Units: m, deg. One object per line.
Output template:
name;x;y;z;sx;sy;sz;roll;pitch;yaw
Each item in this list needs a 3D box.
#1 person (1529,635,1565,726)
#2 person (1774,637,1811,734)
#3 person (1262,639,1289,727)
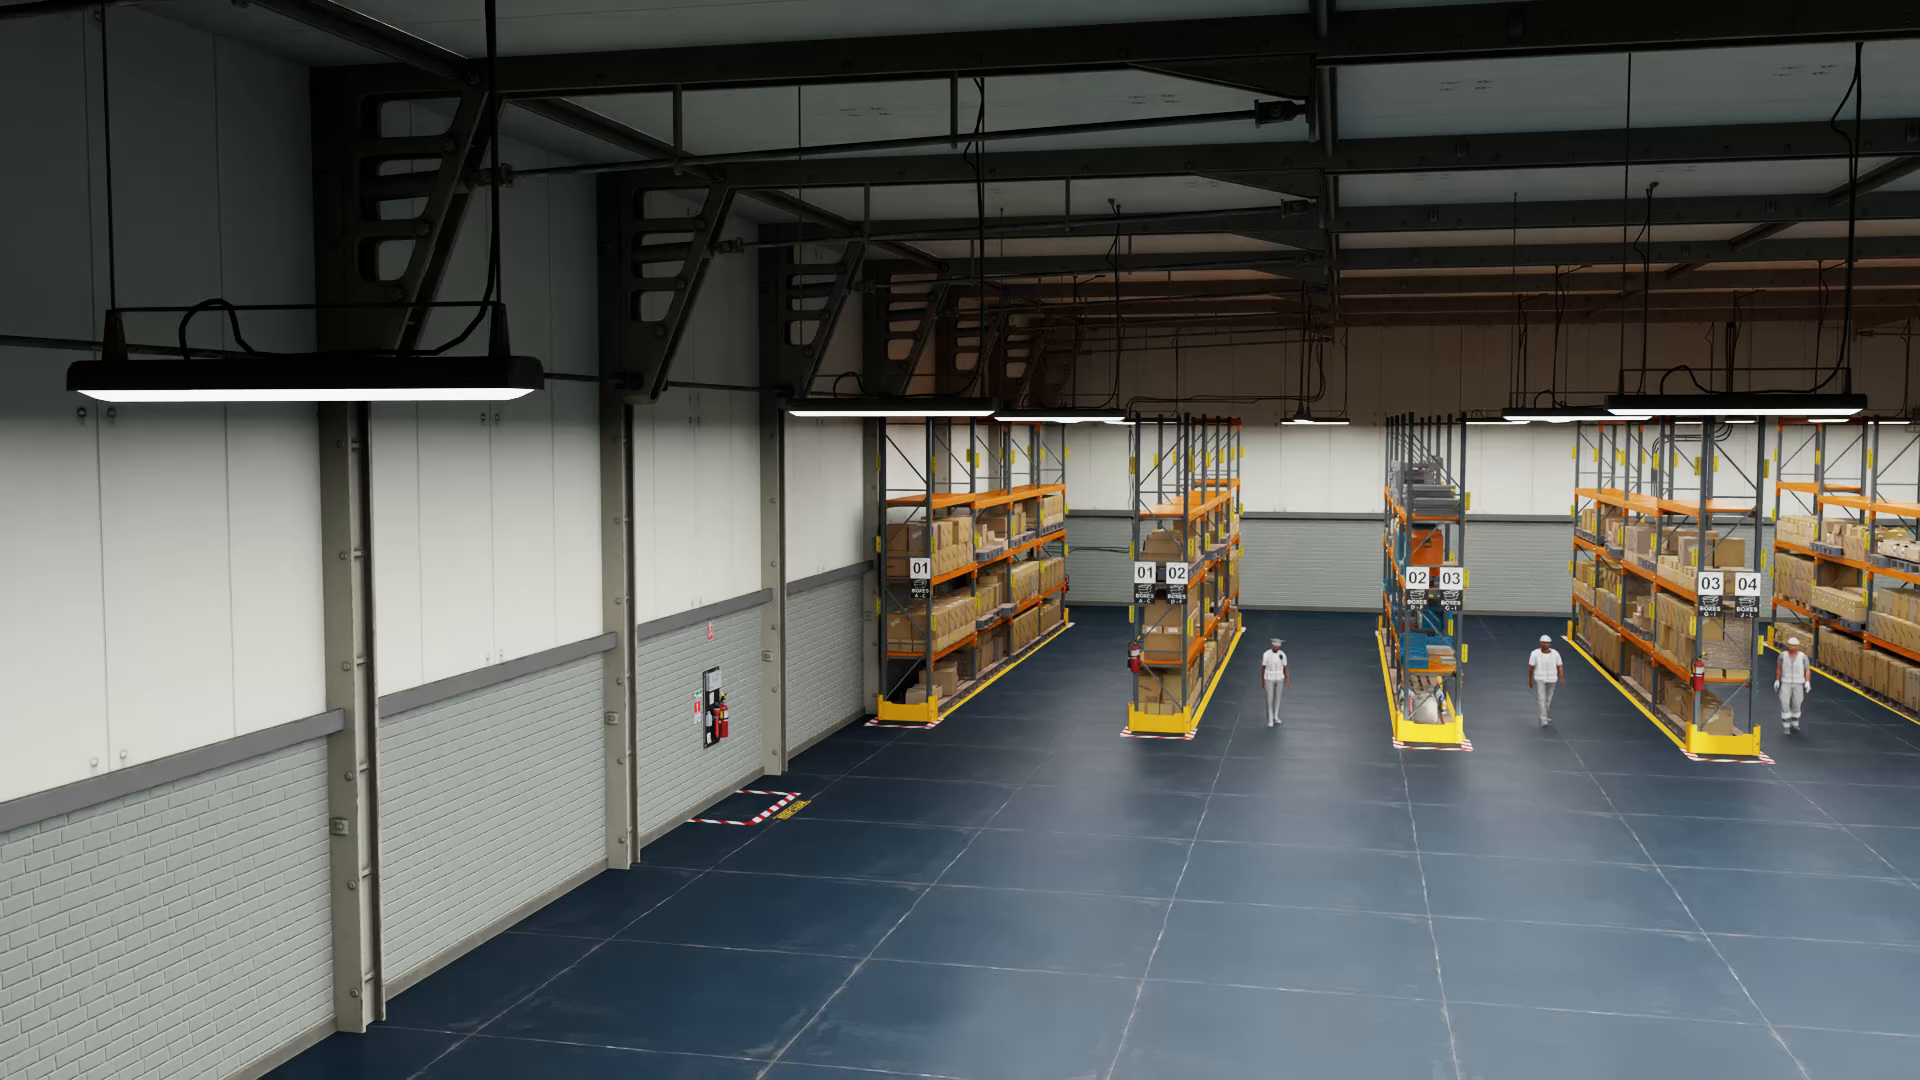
person;11.264;2.687;31.892;0.595;1.716;1.031;0;4;6
person;15.626;2.731;31.217;0.620;1.826;0.587;2;4;29
person;6.069;2.748;32.049;0.496;1.720;0.500;0;4;-4
